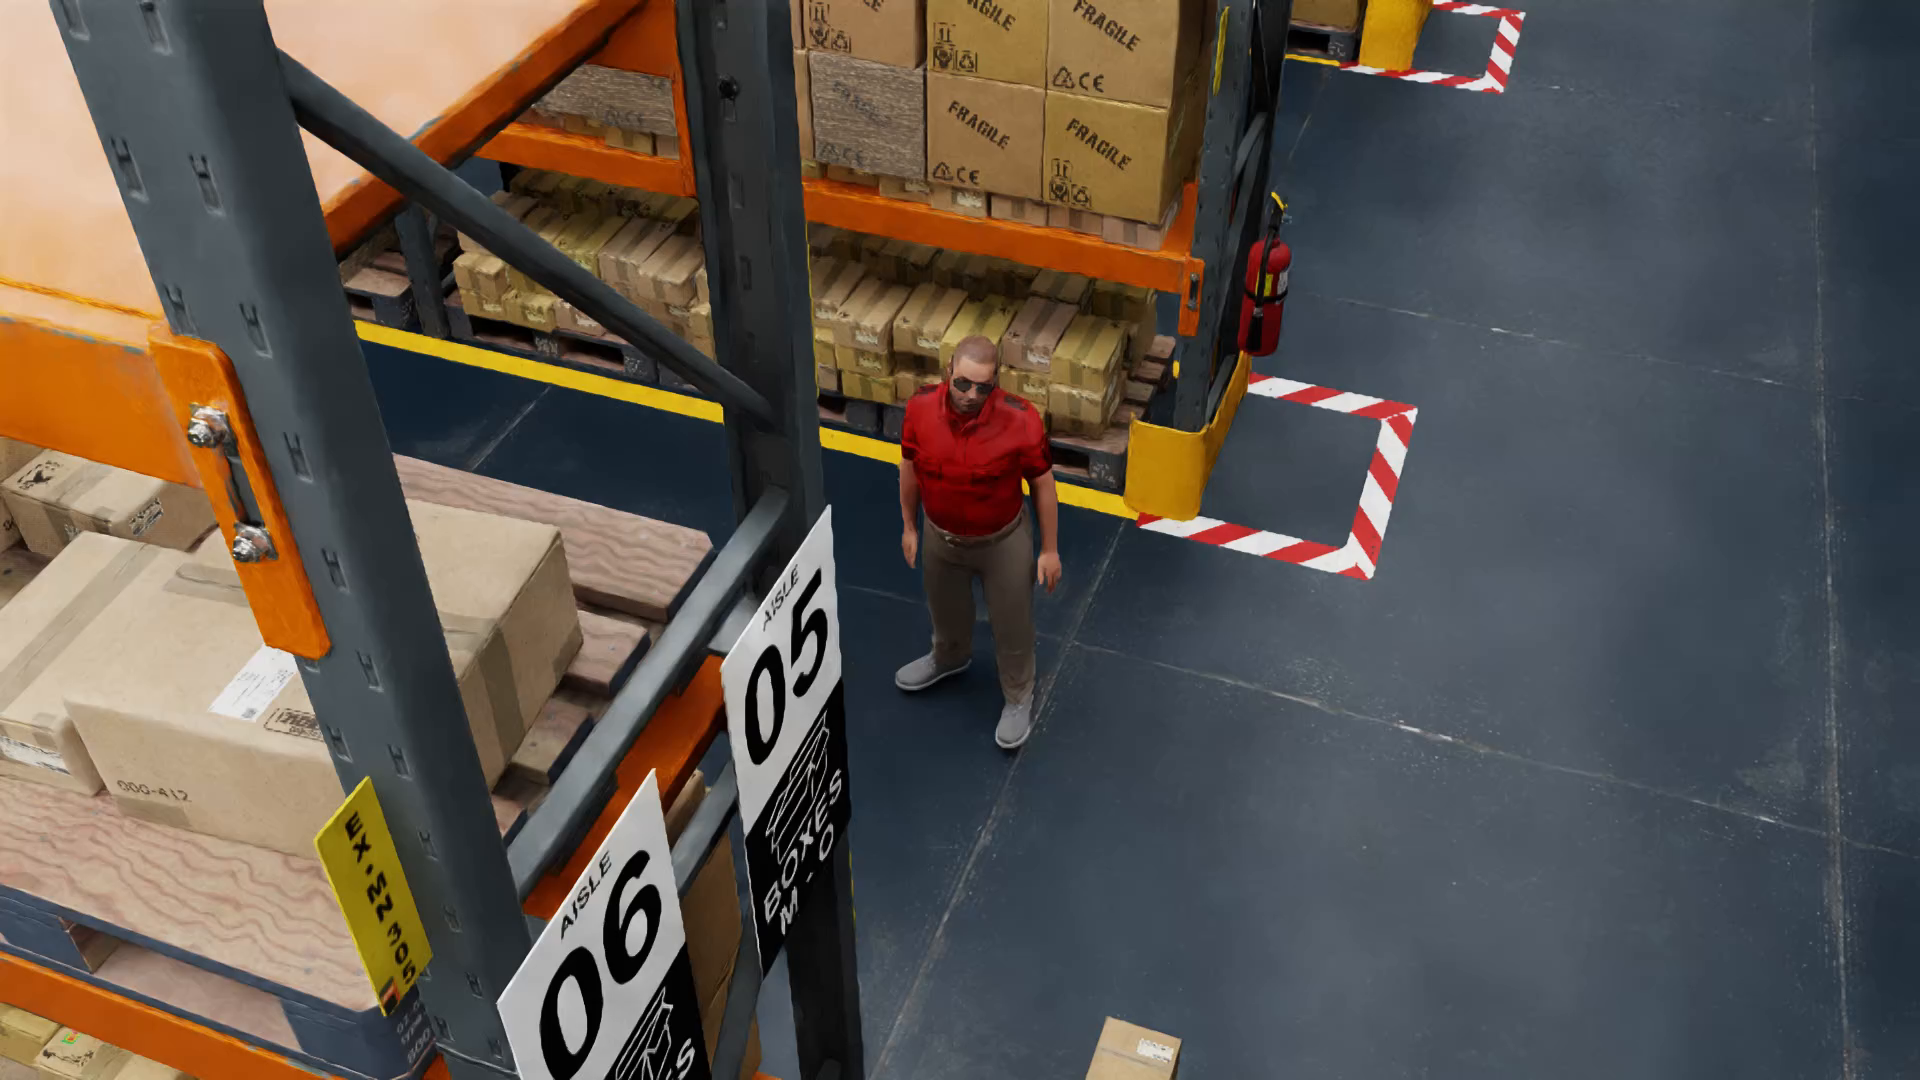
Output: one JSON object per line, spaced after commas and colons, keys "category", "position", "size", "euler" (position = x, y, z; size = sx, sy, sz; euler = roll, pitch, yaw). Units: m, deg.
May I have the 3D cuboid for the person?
{"category": "person", "position": [0.052, 0.002, 6.130], "size": [0.678, 1.734, 0.429], "euler": [15, 43, 16]}
